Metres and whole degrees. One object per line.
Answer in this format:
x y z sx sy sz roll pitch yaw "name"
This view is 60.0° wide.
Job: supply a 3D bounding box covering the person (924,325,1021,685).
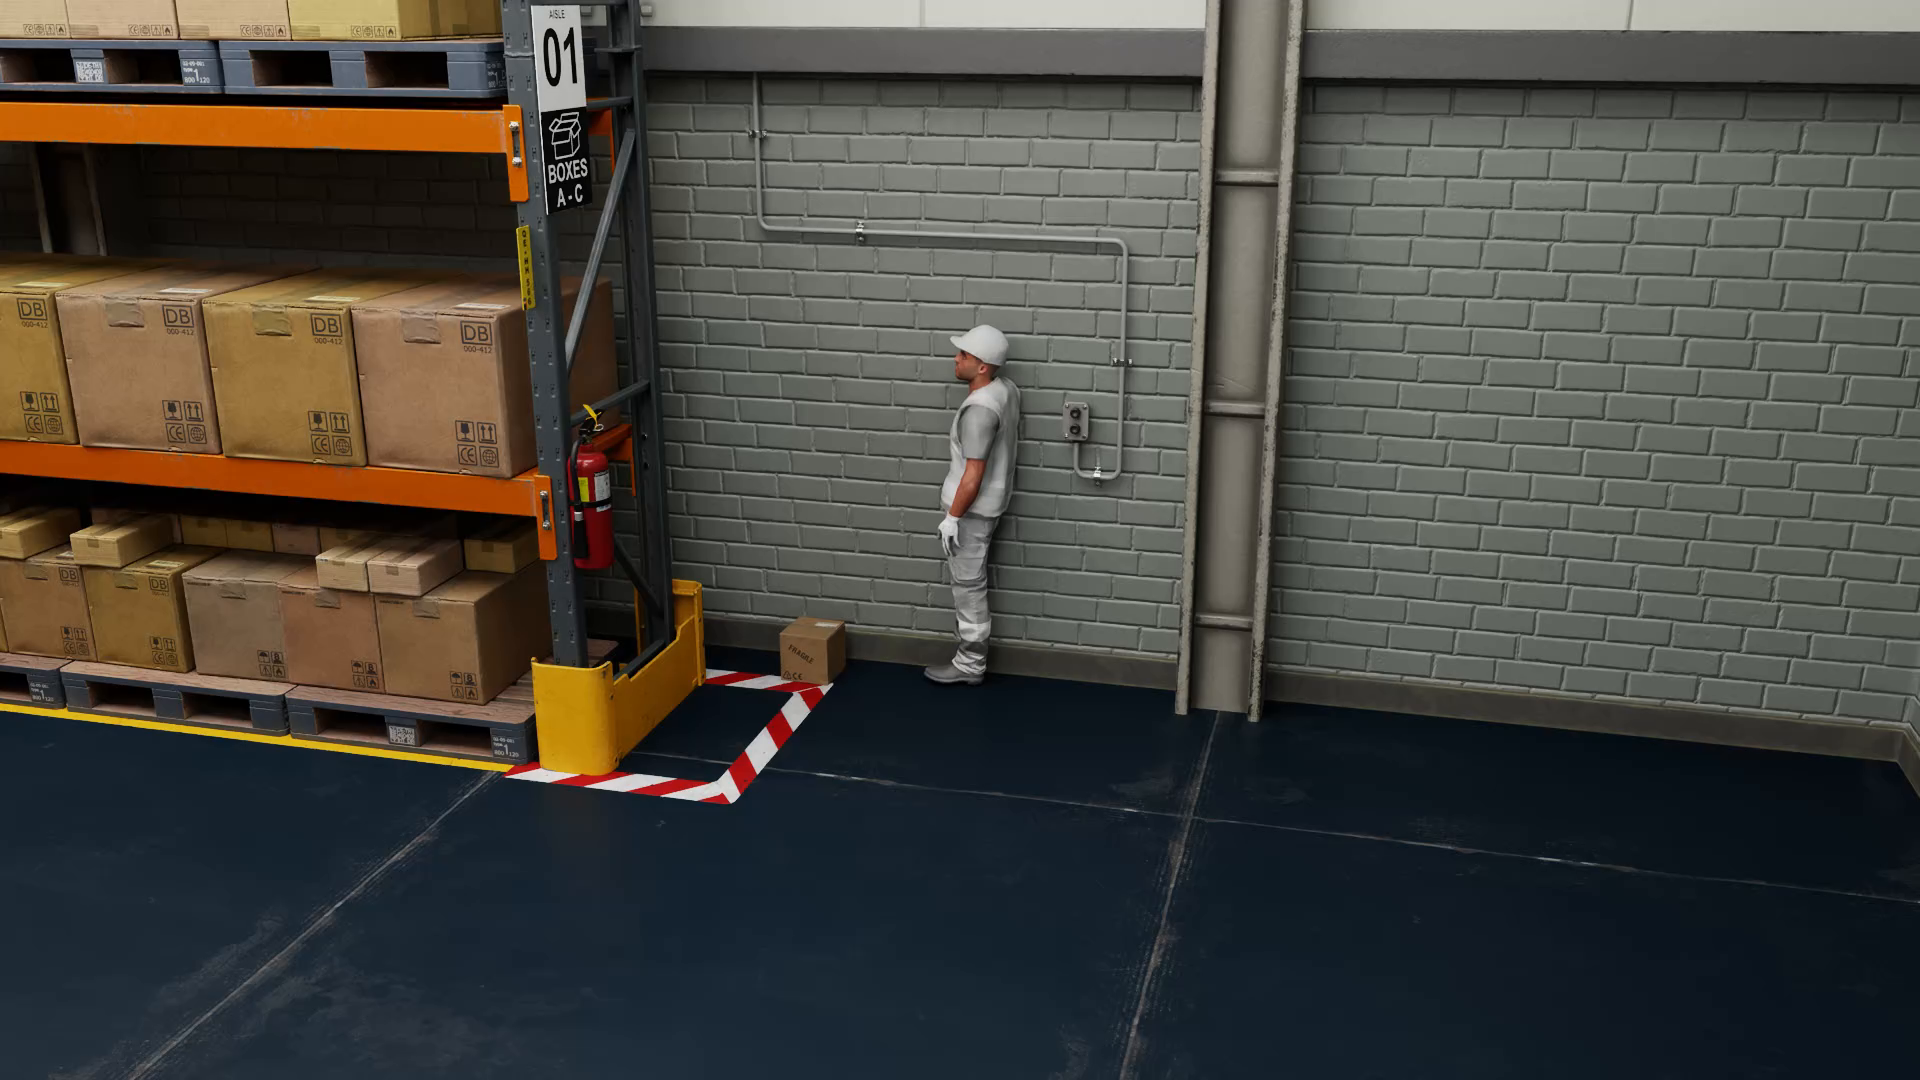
-0.009 -0.162 7.984 0.559 1.788 0.638 5 19 14 "person"
